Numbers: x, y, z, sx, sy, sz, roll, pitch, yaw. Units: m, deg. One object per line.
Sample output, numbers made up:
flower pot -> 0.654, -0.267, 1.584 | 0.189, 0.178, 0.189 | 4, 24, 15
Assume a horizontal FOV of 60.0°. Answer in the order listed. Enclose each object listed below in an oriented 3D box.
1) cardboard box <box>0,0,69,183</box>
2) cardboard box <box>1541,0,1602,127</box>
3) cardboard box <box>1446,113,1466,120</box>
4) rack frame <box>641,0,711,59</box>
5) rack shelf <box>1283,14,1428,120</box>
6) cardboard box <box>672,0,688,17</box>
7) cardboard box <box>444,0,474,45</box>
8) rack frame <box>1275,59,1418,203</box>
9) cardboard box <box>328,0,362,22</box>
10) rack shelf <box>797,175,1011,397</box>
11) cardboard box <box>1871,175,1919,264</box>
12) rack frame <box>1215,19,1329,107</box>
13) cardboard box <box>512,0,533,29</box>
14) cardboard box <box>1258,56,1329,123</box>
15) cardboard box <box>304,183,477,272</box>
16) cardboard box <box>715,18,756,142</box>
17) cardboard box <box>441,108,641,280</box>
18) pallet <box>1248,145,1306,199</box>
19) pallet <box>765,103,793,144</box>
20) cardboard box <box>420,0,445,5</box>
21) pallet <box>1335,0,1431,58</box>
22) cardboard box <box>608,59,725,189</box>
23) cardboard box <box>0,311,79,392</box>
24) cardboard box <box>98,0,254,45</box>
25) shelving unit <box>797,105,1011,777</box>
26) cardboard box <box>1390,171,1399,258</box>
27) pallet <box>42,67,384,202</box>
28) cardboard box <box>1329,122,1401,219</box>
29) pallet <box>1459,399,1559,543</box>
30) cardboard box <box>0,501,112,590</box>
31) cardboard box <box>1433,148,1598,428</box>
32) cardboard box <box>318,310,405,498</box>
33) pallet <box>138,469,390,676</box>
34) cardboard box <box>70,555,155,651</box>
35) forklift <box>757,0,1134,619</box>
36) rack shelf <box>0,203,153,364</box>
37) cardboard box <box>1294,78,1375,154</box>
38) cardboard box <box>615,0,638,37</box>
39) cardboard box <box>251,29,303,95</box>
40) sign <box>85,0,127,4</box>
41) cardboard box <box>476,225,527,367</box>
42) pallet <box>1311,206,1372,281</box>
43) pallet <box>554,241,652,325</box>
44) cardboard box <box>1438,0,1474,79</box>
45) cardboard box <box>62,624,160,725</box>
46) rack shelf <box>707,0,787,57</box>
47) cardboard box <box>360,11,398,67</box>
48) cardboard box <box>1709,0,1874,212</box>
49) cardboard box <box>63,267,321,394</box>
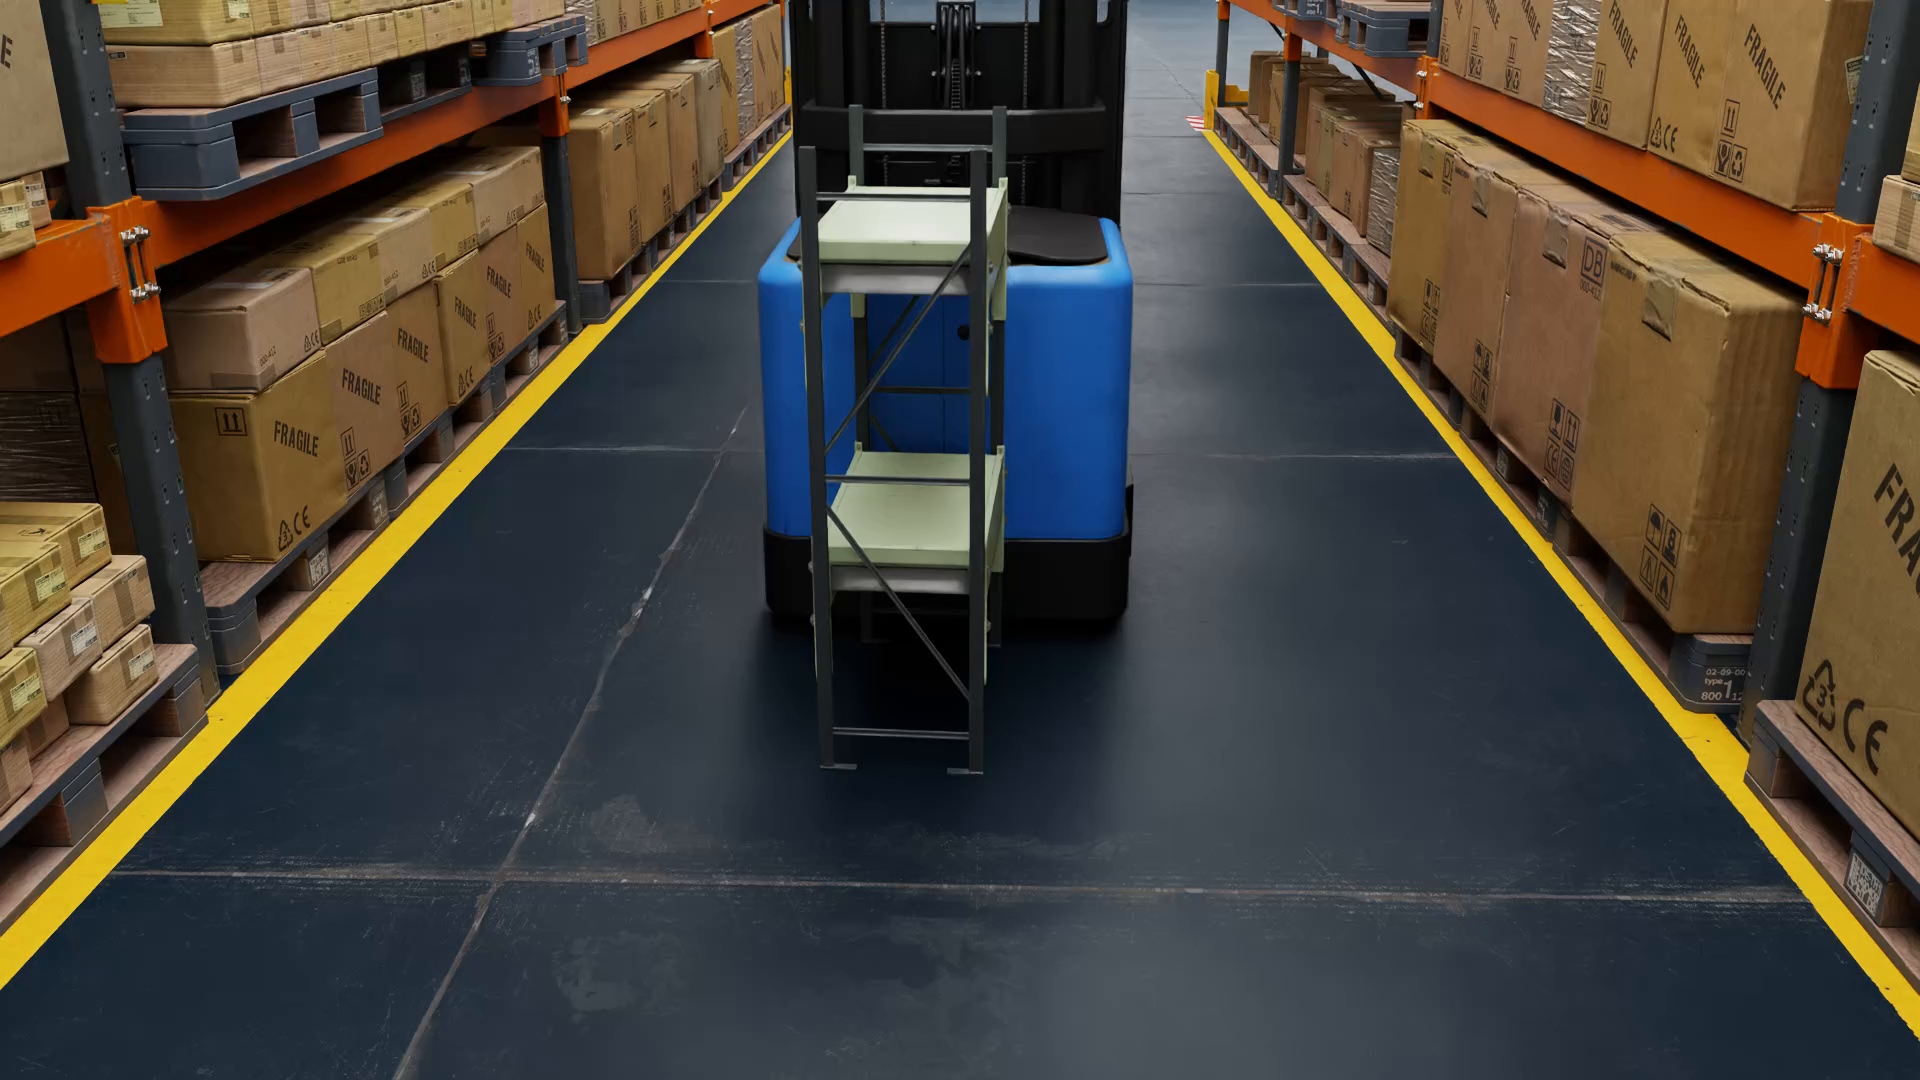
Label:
cardboard box -> -2.211, -0.973, 3.341 | 0.500, 0.500, 0.500 | 1, 21, 2
cardboard box -> 2.268, -1.642, 5.477 | 0.500, 0.500, 0.500 | 1, 21, 2
cardboard box -> 2.588, -1.953, 8.226 | 0.500, 0.250, 0.500 | 1, 21, 4
rack frame -> -2.235, -3.858, 11.326 | 1.000, 3.000, 0.127 | 1, 21, 2
rack shelf -> 2.658, -2.709, 9.358 | 1.077, 0.370, 4.000 | 1, 21, 2
cardboard box -> -2.000, -3.531, 10.343 | 0.500, 0.500, 0.500 | 0, 21, 1
cardboard box -> -1.957, -1.844, 5.900 | 0.380, 0.149, 0.250 | 1, 21, 3
rack frame -> 2.719, -3.767, 11.091 | 1.000, 3.000, 0.127 | 1, 21, 2
cardboard box -> -1.986, -1.602, 4.865 | 0.380, 0.149, 0.250 | 0, 21, -1
rack shelf -> -0.112, -0.629, 3.993 | 0.431, 0.370, 0.720 | 2, 21, 4
cardboard box -> 2.134, -0.654, 3.416 | 0.380, 0.149, 0.250 | 1, 21, 2
rack frame -> 2.841, -5.213, 14.819 | 1.000, 3.000, 0.127 | 1, 21, 2
cardboard box -> -1.929, -2.125, 6.624 | 0.380, 0.149, 0.250 | 1, 21, 3
cardboard box -> 2.821, -3.802, 14.055 | 0.500, 0.500, 0.500 | 6, 22, 16
cardboard box -> -2.152, -1.176, 6.250 | 0.500, 0.250, 0.500 | 1, 21, 3
cardboard box -> -2.123, -3.616, 13.059 | 0.875, 0.875, 0.875 | 1, 21, 2
cardboard box -> -2.249, -1.778, 8.495 | 1.050, 0.750, 0.750 | 0, 21, 1
pallet -> 2.704, -2.710, 12.223 | 1.003, 0.211, 1.213 | 1, 21, 2
pallet -> -2.060, -3.715, 14.811 | 1.003, 0.211, 1.213 | 1, 21, 2
cardboard box -> -1.962, -1.886, 5.598 | 0.380, 0.149, 0.250 | 0, 21, 1
pallet -> 2.513, -2.490, 8.066 | 1.213, 0.211, 1.003 | 1, 21, 2
cardboard box -> -2.164, -2.780, 11.076 | 1.050, 0.750, 0.750 | 1, 21, 1
cardboard box -> -2.709, -0.618, 4.813 | 0.500, 0.250, 0.500 | 0, 21, 0
cardboard box -> -2.007, -1.320, 4.141 | 0.380, 0.149, 0.250 | 1, 21, 2
shelving unit -> -0.112, -0.266, 4.136 | 0.431, 1.500, 0.755 | 2, 21, 4
cardboard box -> 2.598, -1.603, 8.361 | 0.700, 0.500, 0.500 | 0, 21, -1
pallet -> -2.310, -1.151, 4.614 | 1.003, 0.211, 1.213 | 1, 21, 2
cardboard box -> 2.629, -2.211, 9.927 | 0.700, 0.500, 0.500 | -1, 21, -3
pallet -> 2.458, -0.297, 6.002 | 1.003, 0.211, 1.213 | 1, 21, 2
cardboard box -> -2.229, 0.022, 3.864 | 0.380, 0.149, 0.250 | 1, 21, 3
cardboard box -> 2.521, -0.955, 6.199 | 1.225, 0.875, 0.875 | 1, 21, 2
cardboard box -> -2.177, -0.452, 5.422 | 0.500, 0.500, 0.500 | 2, 21, 4
pallet -> -2.457, 0.053, 5.101 | 1.003, 0.211, 1.213 | 1, 21, 2
cardboard box -> -2.171, 0.146, 3.955 | 0.380, 0.149, 0.250 | 1, 21, 3
forklift -> 0.001, -1.624, 5.663 | 1.130, 2.935, 3.031 | 1, 21, 2
rack shelf -> -2.540, 0.093, 2.138 | 1.077, 0.370, 4.000 | 1, 21, 2
cardboard box -> 2.781, -3.149, 12.373 | 0.500, 0.500, 0.500 | 8, 22, 19
cardboard box -> -2.045, -2.984, 8.935 | 0.500, 0.500, 0.500 | 1, 21, 2
cardboard box -> -2.004, -1.282, 4.453 | 0.380, 0.149, 0.250 | 1, 21, 2
sign -> -1.936, -1.366, 3.706 | 0.100, 0.325, 0.005 | 1, 21, 2
cardboard box -> -2.135, -1.014, 6.871 | 0.500, 0.500, 0.500 | 1, 21, 4
pallet -> 2.663, -1.743, 9.730 | 1.003, 0.211, 1.213 | 1, 21, 2
pallet -> -2.258, -1.396, 8.836 | 1.003, 0.211, 1.213 | 1, 21, 2
cardboard box -> 2.311, -2.195, 6.901 | 0.500, 0.500, 0.500 | 1, 21, 3
cardboard box -> -2.150, 0.313, 3.936 | 0.380, 0.149, 0.250 | 1, 21, 2
rack shelf -> -2.175, -4.246, 13.320 | 1.077, 0.370, 4.000 | 1, 21, 2
cardboard box -> -1.977, -1.555, 5.157 | 0.380, 0.149, 0.250 | 0, 21, -1
cardboard box -> 2.217, -1.093, 4.062 | 0.500, 0.500, 0.500 | 1, 21, 2
cardboard box -> -2.192, -0.610, 4.793 | 0.500, 0.250, 0.500 | 0, 21, -1
